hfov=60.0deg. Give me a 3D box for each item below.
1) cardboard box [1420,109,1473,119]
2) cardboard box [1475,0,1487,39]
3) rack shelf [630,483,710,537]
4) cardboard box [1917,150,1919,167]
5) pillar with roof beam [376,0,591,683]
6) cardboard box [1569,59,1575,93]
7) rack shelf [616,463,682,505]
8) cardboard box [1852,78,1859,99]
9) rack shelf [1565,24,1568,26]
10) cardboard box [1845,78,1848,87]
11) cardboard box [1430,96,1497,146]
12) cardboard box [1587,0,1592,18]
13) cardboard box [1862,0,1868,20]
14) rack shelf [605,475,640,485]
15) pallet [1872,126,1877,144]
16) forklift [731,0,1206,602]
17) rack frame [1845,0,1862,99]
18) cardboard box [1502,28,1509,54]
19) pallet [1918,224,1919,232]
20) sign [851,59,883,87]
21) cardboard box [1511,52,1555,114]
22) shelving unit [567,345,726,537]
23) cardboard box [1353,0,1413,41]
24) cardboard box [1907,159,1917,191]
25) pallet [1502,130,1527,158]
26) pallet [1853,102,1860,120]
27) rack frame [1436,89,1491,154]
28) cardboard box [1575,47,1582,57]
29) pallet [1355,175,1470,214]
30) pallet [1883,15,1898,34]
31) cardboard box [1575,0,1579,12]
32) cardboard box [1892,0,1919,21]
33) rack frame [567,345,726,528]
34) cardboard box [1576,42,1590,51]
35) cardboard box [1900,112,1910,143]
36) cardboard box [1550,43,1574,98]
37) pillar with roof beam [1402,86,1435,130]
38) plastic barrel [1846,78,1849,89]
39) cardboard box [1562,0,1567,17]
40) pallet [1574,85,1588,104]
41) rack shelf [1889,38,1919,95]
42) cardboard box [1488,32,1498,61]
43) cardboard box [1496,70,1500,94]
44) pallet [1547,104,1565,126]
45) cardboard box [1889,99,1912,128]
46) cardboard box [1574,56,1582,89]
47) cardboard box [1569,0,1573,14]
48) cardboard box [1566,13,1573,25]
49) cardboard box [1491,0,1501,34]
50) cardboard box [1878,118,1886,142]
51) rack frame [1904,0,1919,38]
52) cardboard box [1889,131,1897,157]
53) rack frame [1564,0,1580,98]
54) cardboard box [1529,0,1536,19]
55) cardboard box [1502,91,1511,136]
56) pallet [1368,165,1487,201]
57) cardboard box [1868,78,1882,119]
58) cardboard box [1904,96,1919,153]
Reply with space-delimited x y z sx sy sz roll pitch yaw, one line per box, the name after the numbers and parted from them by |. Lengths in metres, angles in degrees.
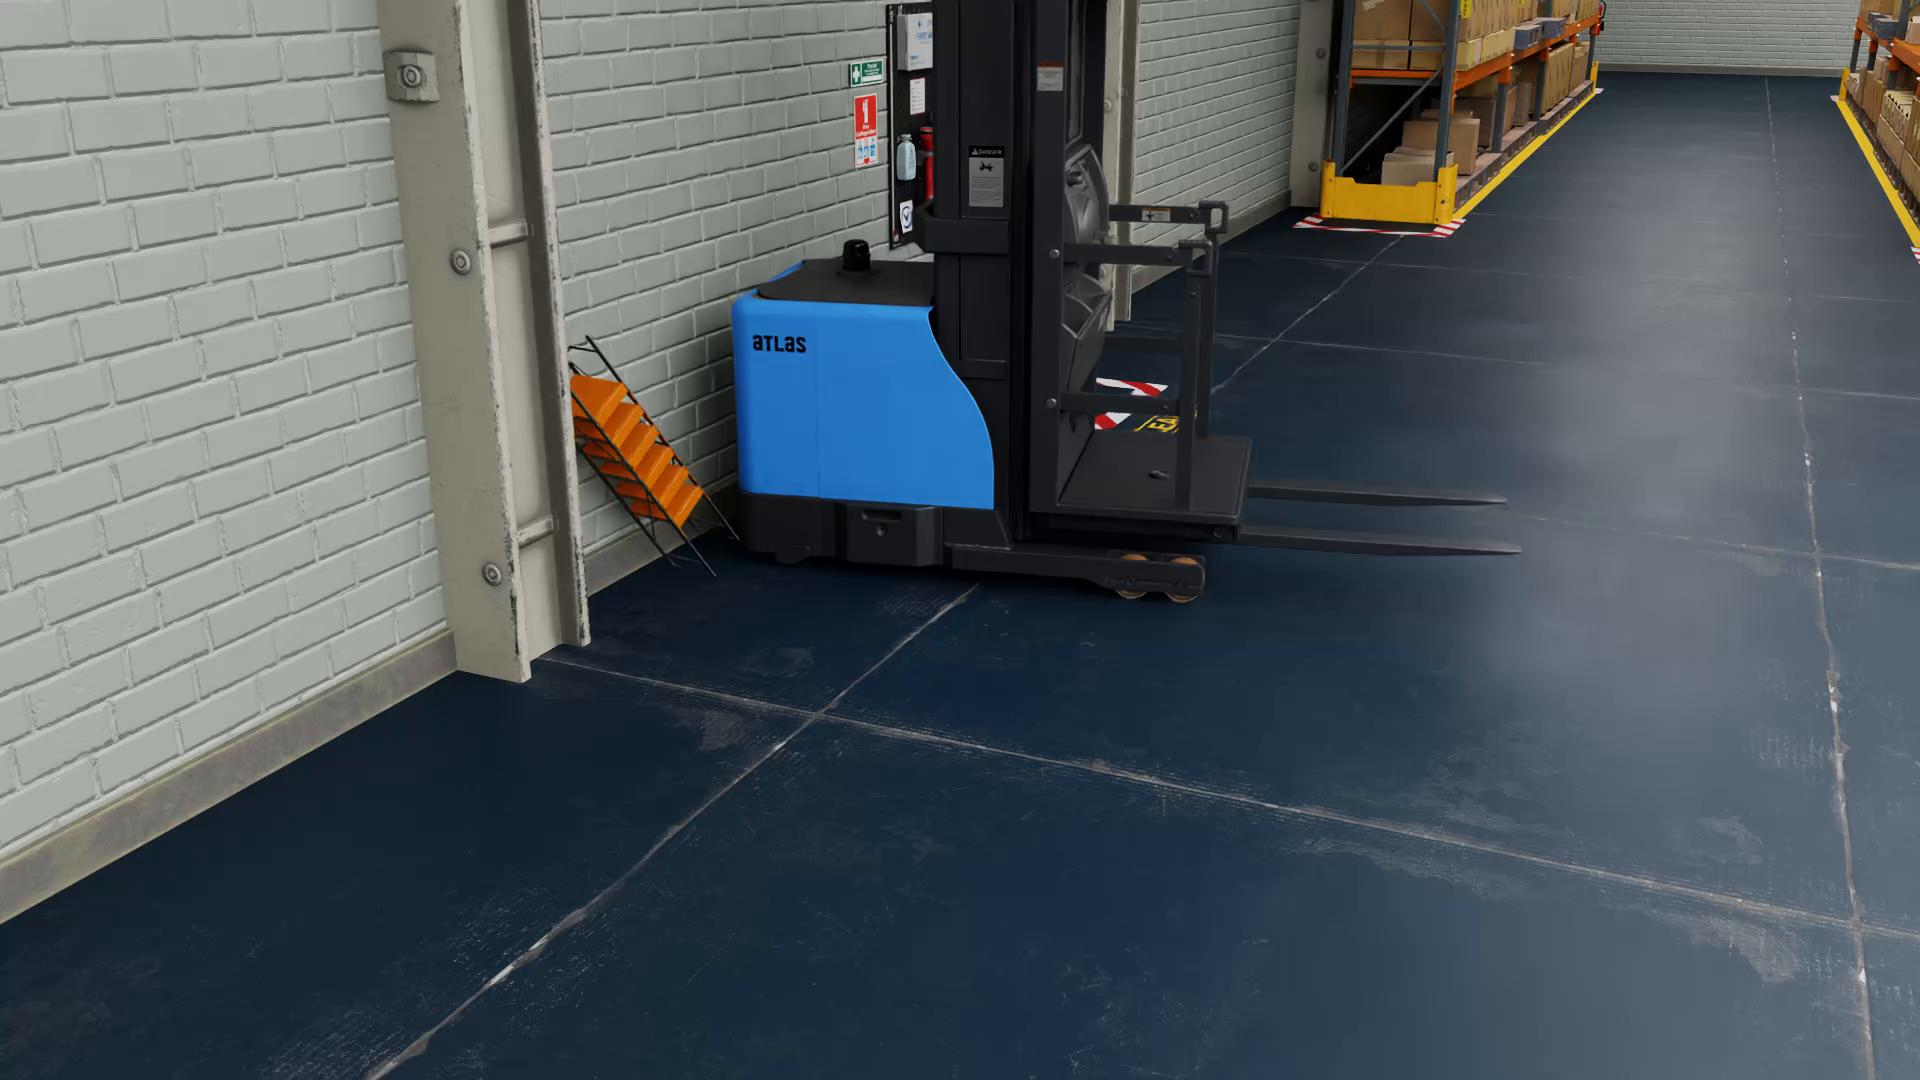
5.127 -4.277 17.593 0.500 0.500 0.500 7 21 19 | cardboard box
4.559 -4.894 15.329 0.500 0.500 0.500 9 21 23 | cardboard box
-1.125 -0.135 6.421 0.258 0.103 0.180 13 60 32 | rack shelf
8.949 -3.590 14.944 0.500 0.500 0.500 9 21 23 | cardboard box
2.389 -3.248 2.672 9.100 9.000 0.400 9 21 23 | pillar with roof beam
9.192 -7.251 25.984 0.700 0.500 0.500 9 21 23 | cardboard box
-1.174 -0.221 6.312 0.221 0.034 0.171 13 60 32 | rack shelf
13.594 -6.720 24.745 0.500 0.311 0.500 9 21 23 | cardboard box
7.973 -7.158 23.401 0.919 0.124 3.809 9 21 23 | rack shelf
14.466 -7.343 26.739 0.380 0.149 0.250 9 21 23 | cardboard box
5.802 -4.827 19.140 0.700 0.500 0.500 9 22 25 | cardboard box
9.622 -8.767 26.696 0.980 0.700 0.700 7 21 20 | cardboard box
14.114 -8.196 25.390 0.500 0.500 0.500 8 21 23 | cardboard box
-1.212 -0.288 6.229 0.199 0.020 0.166 13 60 32 | rack shelf
12.015 -5.024 20.780 1.003 0.211 1.213 9 21 23 | pallet
0.676 -1.340 6.361 3.031 2.935 1.130 4 20 11 | forklift
14.951 -8.560 26.562 1.000 3.000 0.127 9 21 23 | rack frame
5.387 -5.172 17.228 0.500 0.250 0.500 9 21 23 | cardboard box
8.674 -2.595 13.950 1.003 0.211 1.213 9 21 23 | pallet
-0.439 -2.208 7.856 0.001 0.109 0.331 9 21 23 | sign
7.513 -6.405 22.415 0.885 1.199 0.750 8 21 22 | cardboard box
-1.220 -0.303 6.212 0.258 1.046 0.183 13 60 32 | shelving unit
3.877 -4.813 15.101 0.500 0.500 0.500 8 21 22 | cardboard box
9.151 -3.390 15.501 0.500 0.250 0.500 9 21 23 | cardboard box
6.332 -4.869 20.345 1.003 0.211 1.213 9 21 23 | pallet
13.595 -6.233 24.181 1.003 0.211 1.213 9 21 23 | pallet
5.519 -5.570 18.154 0.949 2.616 0.053 9 21 23 | rack frame
9.712 -7.796 26.548 0.380 0.149 0.250 8 21 21 | cardboard box
4.274 -3.301 15.935 1.003 0.211 1.213 9 21 23 | pallet
12.467 -6.619 21.391 1.003 0.211 1.213 9 21 23 | pallet
8.833 -8.037 24.468 0.500 0.500 0.500 8 21 22 | cardboard box
11.830 -6.568 20.184 0.700 0.500 0.500 2 20 4 | cardboard box
-1.179 -0.374 6.250 0.228 1.046 0.002 13 60 32 | rack frame
10.348 -8.273 27.889 0.380 0.149 0.250 8 21 22 | cardboard box
9.941 -4.222 17.003 0.500 0.311 0.500 9 21 23 | cardboard box
8.644 -6.984 24.713 0.750 0.750 0.750 9 21 23 | cardboard box
9.760 -8.750 18.144 9.100 9.000 0.400 9 21 23 | pillar with roof beam
14.612 -6.899 20.517 5.570 3.481 10.597 9 21 23 | plastic barrel
8.013 -7.414 22.715 0.500 0.500 0.500 8 21 22 | cardboard box
9.673 -7.298 27.175 1.003 0.211 1.213 9 21 23 | pallet
10.856 -5.164 18.087 1.077 0.370 4.000 9 21 23 | rack shelf
4.990 -4.862 16.357 0.500 0.250 0.500 9 21 23 | cardboard box
6.189 -5.475 19.843 0.500 0.250 0.500 8 21 21 | cardboard box
8.046 -6.082 23.755 1.003 0.211 1.213 9 21 23 | pallet
10.564 -4.687 18.311 0.500 0.311 0.500 8 21 22 | cardboard box
9.613 -7.560 26.855 0.700 0.500 0.500 9 22 24 | cardboard box
8.419 -7.727 23.597 0.500 0.500 0.500 9 21 23 | cardboard box
8.628 -7.523 23.990 0.380 0.149 0.250 9 21 23 | cardboard box
4.977 -5.211 16.219 0.500 0.500 0.500 9 22 24 | cardboard box
10.987 -4.743 19.307 0.500 0.250 0.500 8 21 21 | cardboard box
11.672 -6.115 19.687 0.949 2.616 0.053 9 21 23 | rack frame
10.360 -4.272 17.980 0.500 0.250 0.500 9 21 24 | cardboard box
8.792 -8.016 25.032 1.000 3.000 0.127 9 21 23 | rack frame
6.766 -6.728 20.605 0.700 0.500 0.500 6 21 18 | cardboard box
6.214 -5.143 20.026 0.700 0.500 0.500 9 21 23 | cardboard box
4.775 -3.672 16.979 1.003 0.211 1.213 9 21 23 | pallet
12.265 -5.782 21.824 0.500 0.500 0.500 8 21 21 | cardboard box
9.561 -4.049 16.234 0.500 0.500 0.500 9 21 23 | cardboard box
